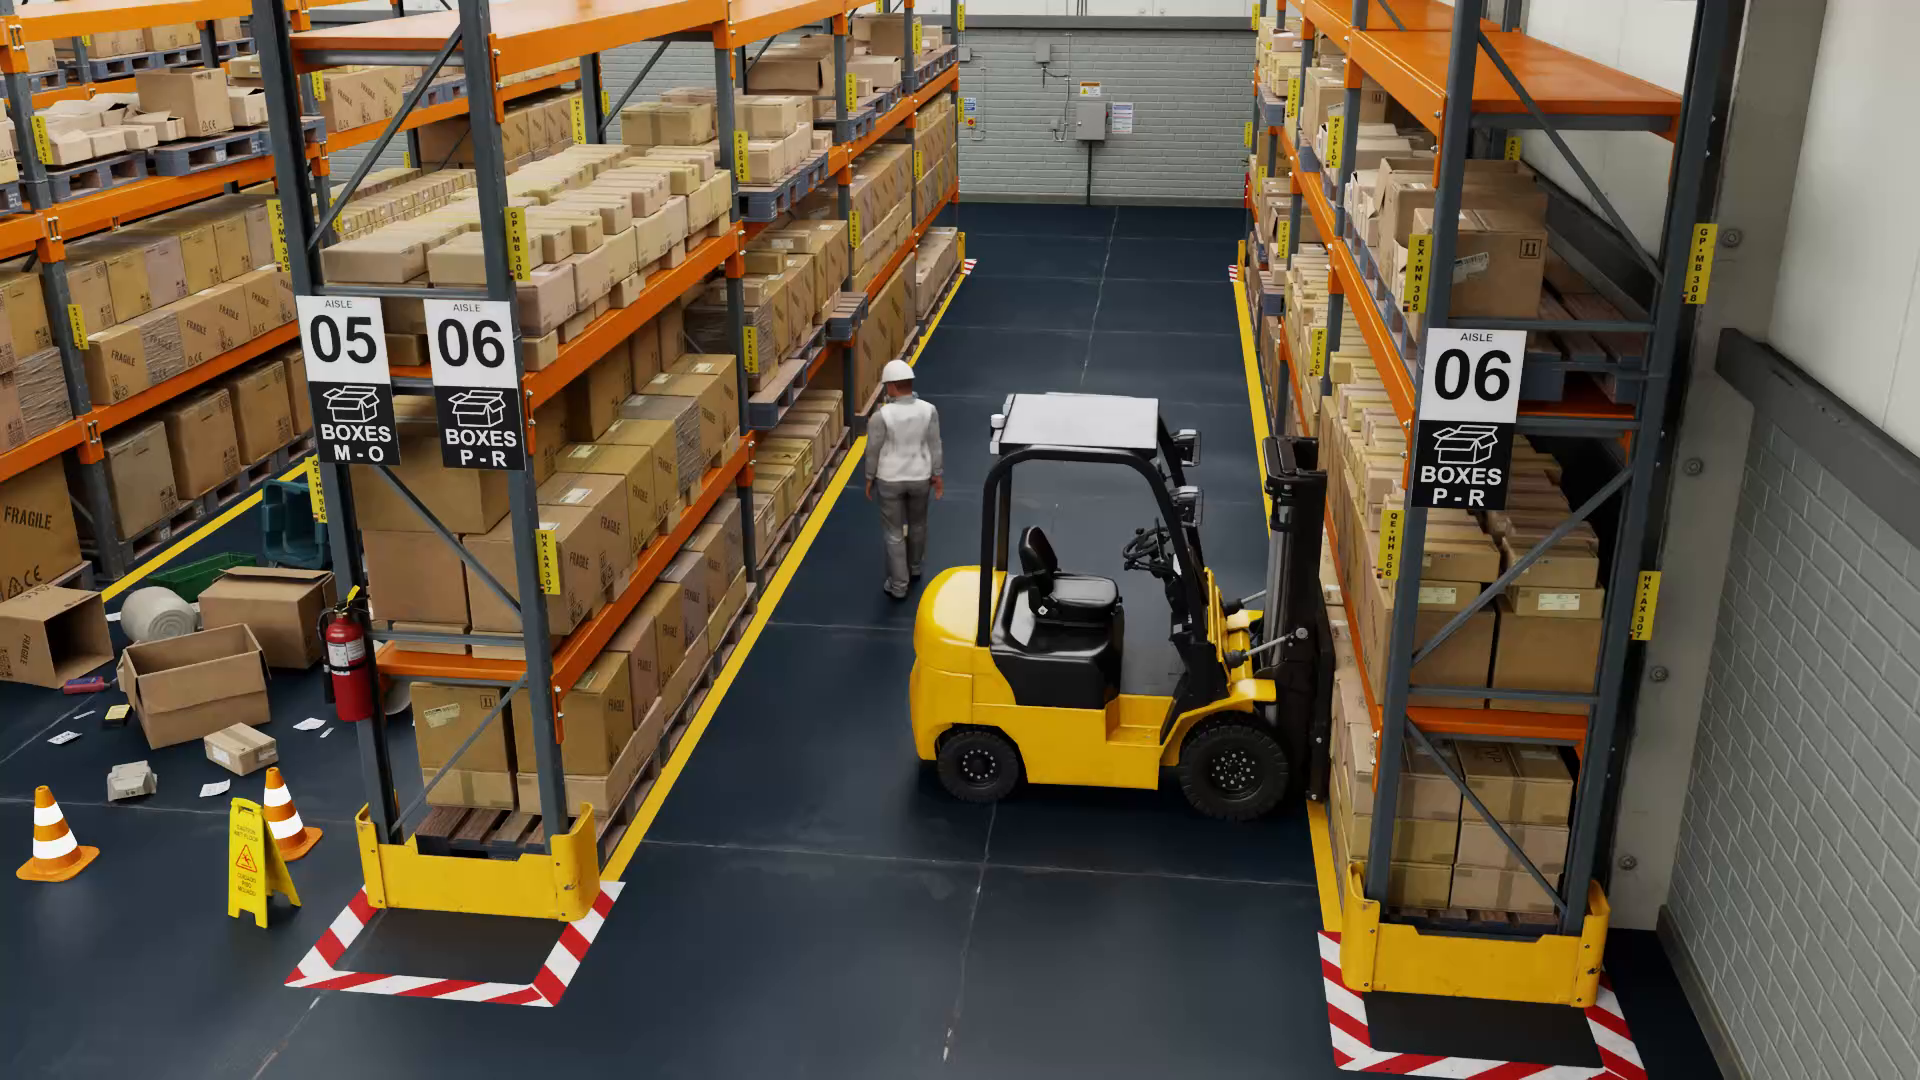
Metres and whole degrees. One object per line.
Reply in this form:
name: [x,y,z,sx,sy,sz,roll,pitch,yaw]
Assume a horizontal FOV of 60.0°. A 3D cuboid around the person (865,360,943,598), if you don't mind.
person: [-0.459,-0.493,12.290,0.572,1.758,0.673,-7,22,-18]
